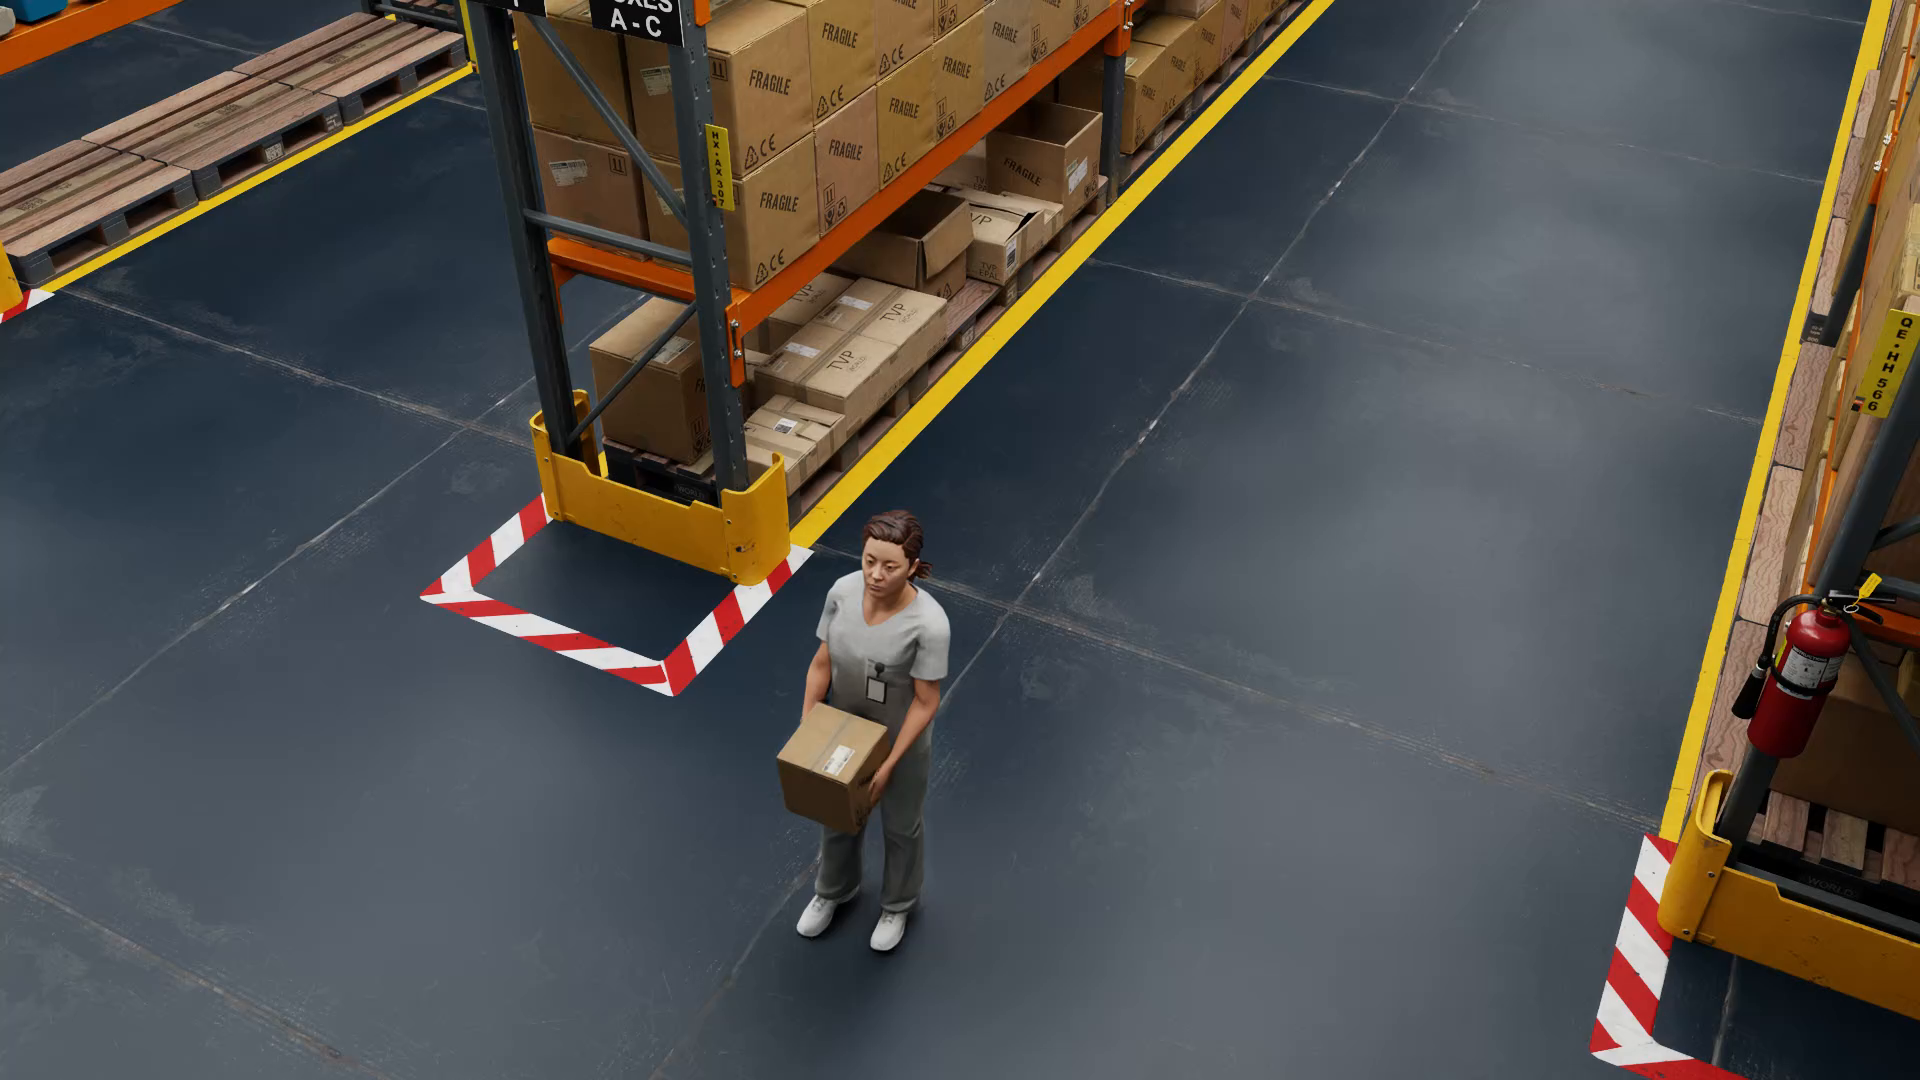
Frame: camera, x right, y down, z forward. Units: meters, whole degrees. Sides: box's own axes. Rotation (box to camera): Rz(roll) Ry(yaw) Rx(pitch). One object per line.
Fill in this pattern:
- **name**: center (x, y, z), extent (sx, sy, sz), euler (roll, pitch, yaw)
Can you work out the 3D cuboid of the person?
- **person**: center (-0.275, 0.651, 5.320), extent (0.467, 1.677, 0.525), euler (18, 41, 21)
